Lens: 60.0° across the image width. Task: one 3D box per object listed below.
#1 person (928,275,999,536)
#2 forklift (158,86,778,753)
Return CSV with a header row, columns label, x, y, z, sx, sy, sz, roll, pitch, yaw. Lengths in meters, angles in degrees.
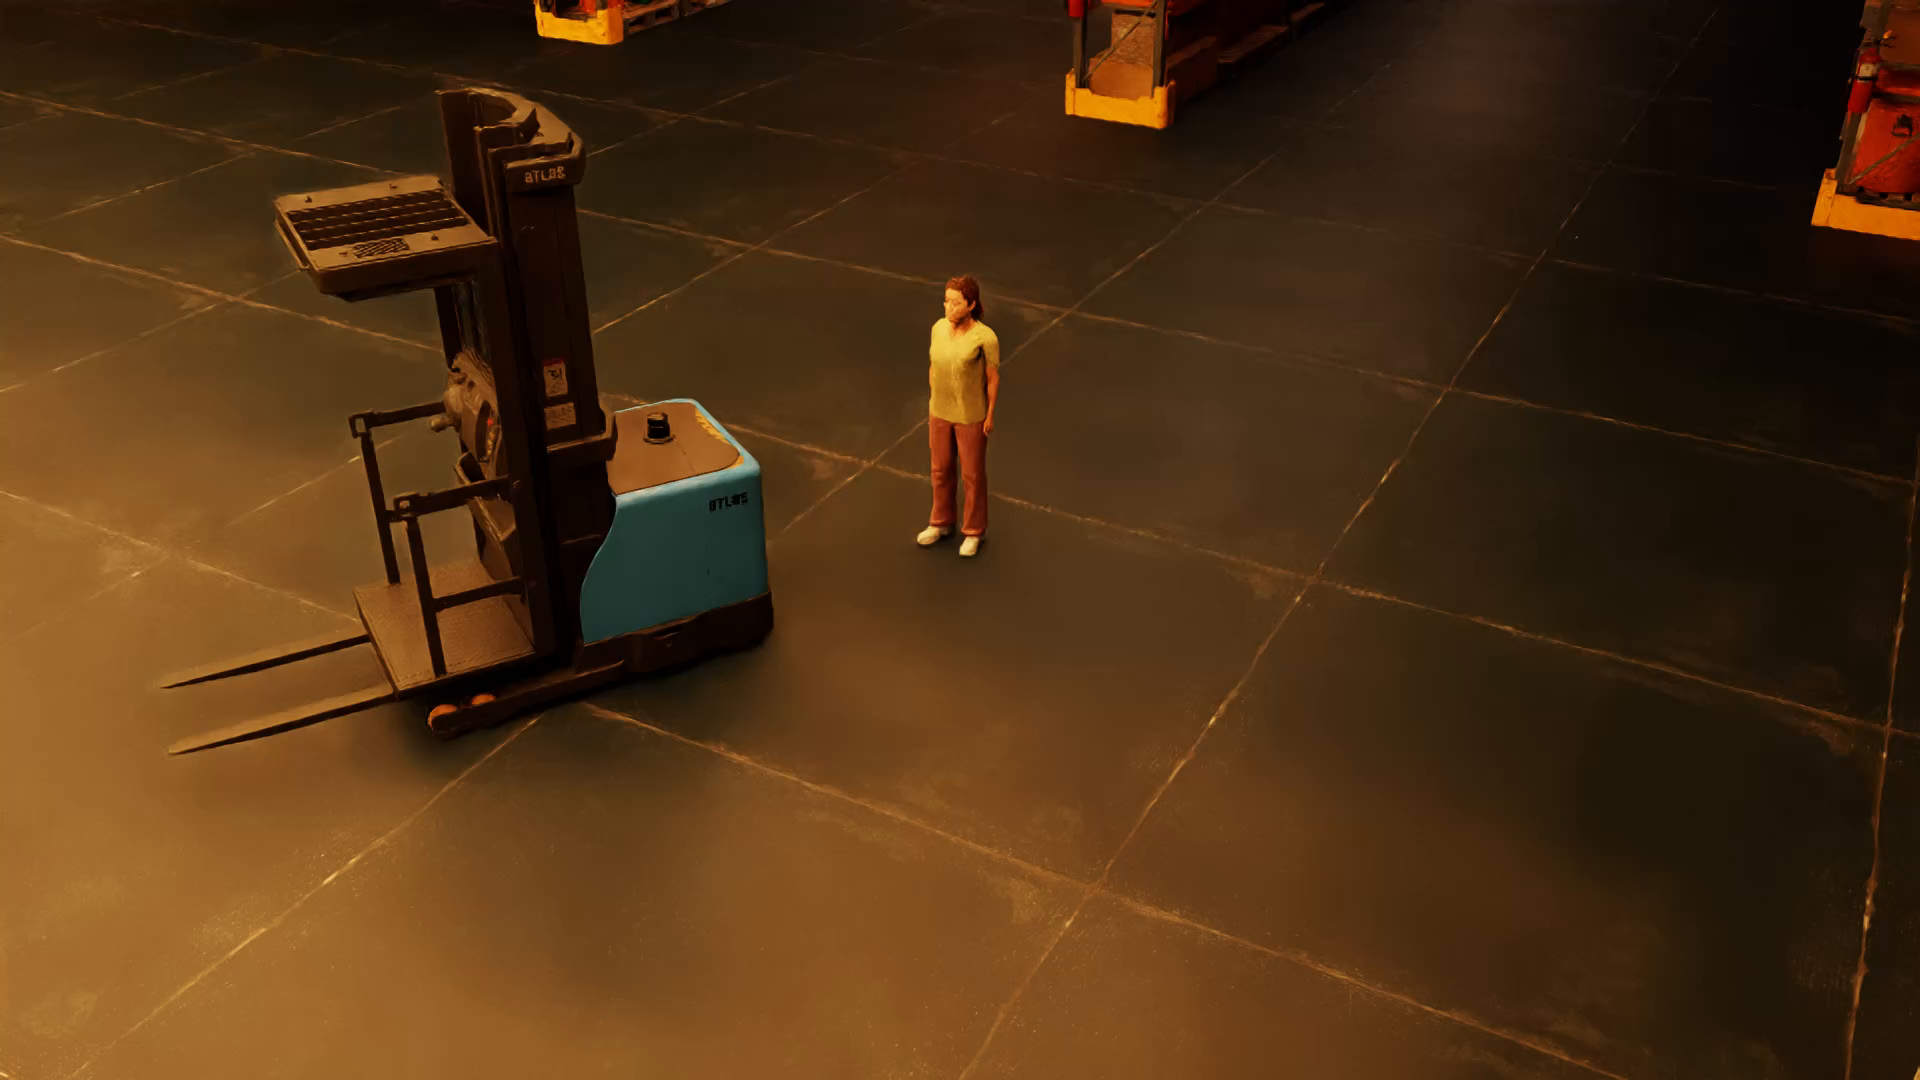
label,x,y,z,sx,sy,sz,roll,pitch,yaw
person,0.016,-0.479,9.756,0.427,0.939,0.289,15,33,25
forklift,-2.534,-0.590,8.093,3.031,2.935,1.130,-15,33,-25
